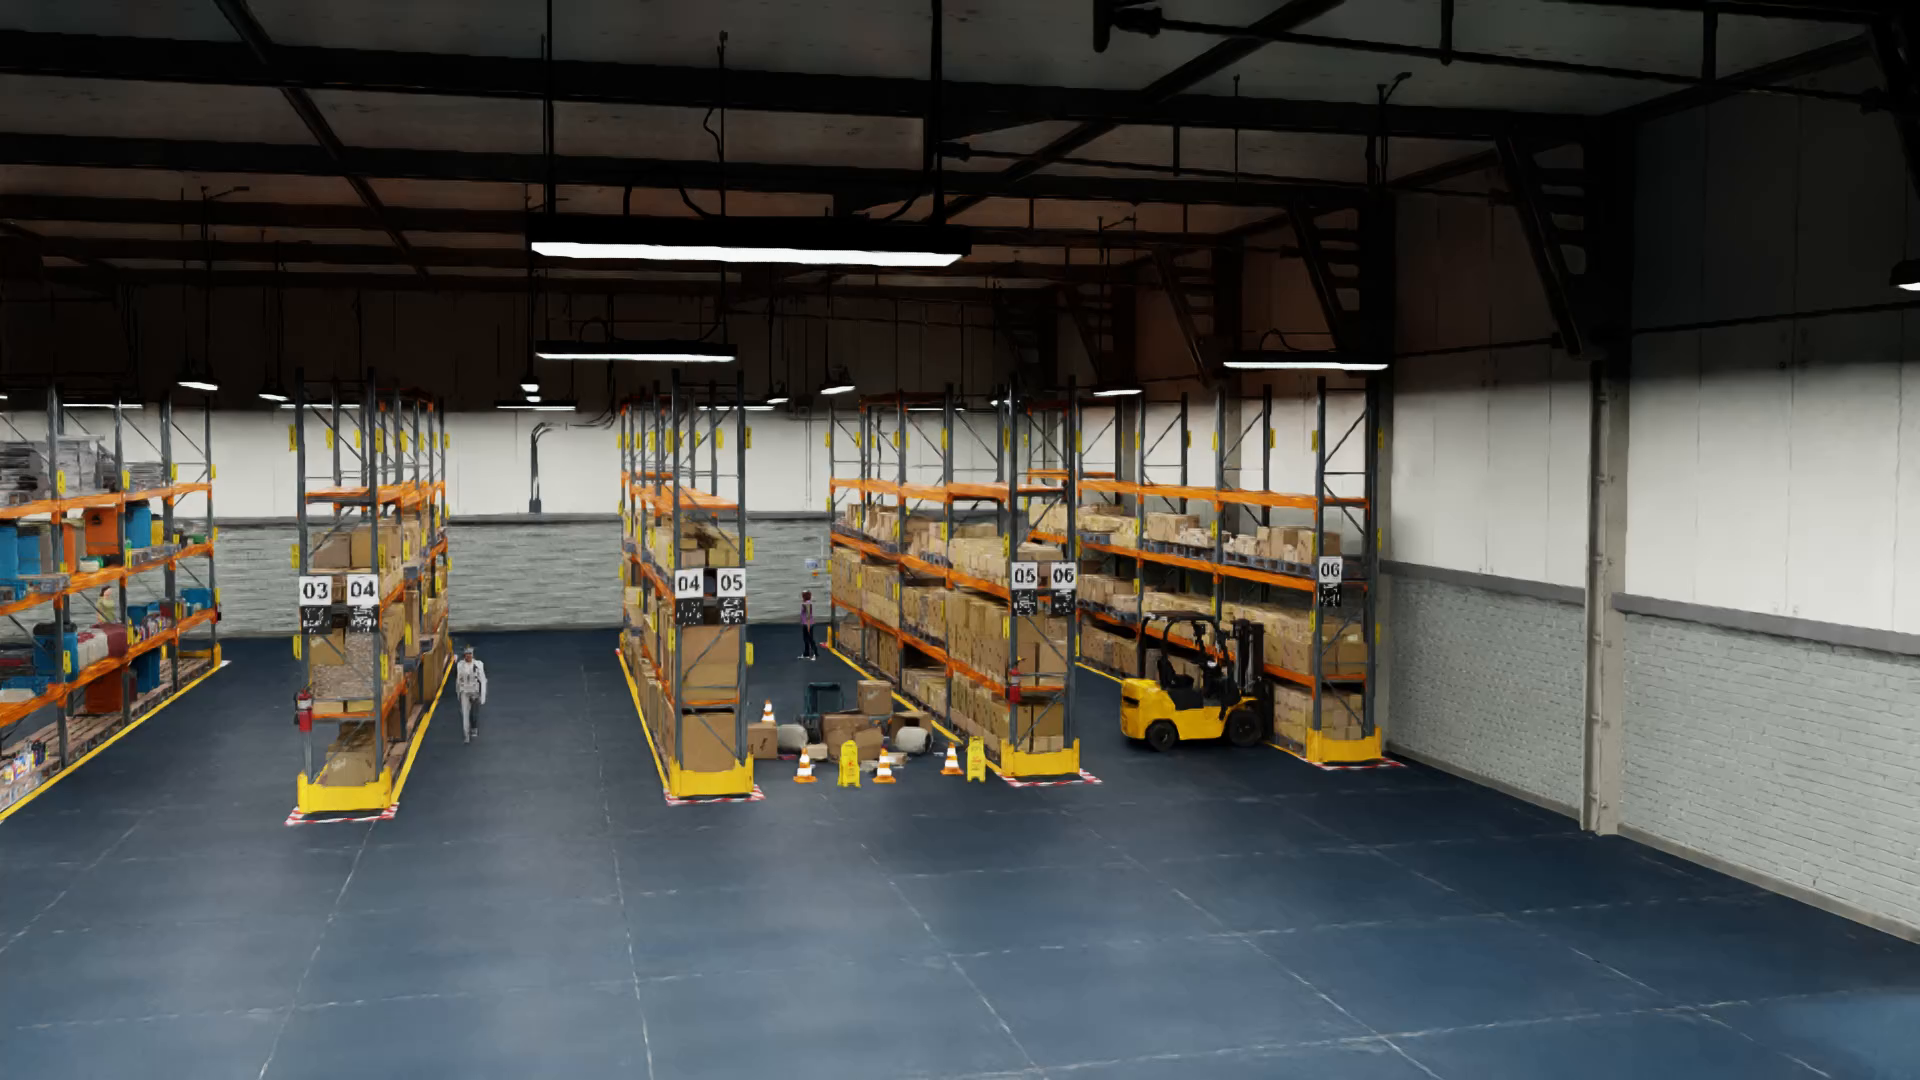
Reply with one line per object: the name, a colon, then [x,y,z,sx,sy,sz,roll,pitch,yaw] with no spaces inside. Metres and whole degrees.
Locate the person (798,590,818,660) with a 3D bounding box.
person: [-3.474,1.936,37.977,0.460,1.593,0.600,0,3,-6]

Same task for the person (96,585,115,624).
person: [-19.687,1.864,38.466,0.560,1.660,0.691,2,4,26]

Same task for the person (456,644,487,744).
person: [-8.130,2.533,27.667,0.500,1.620,0.989,-1,4,-15]
